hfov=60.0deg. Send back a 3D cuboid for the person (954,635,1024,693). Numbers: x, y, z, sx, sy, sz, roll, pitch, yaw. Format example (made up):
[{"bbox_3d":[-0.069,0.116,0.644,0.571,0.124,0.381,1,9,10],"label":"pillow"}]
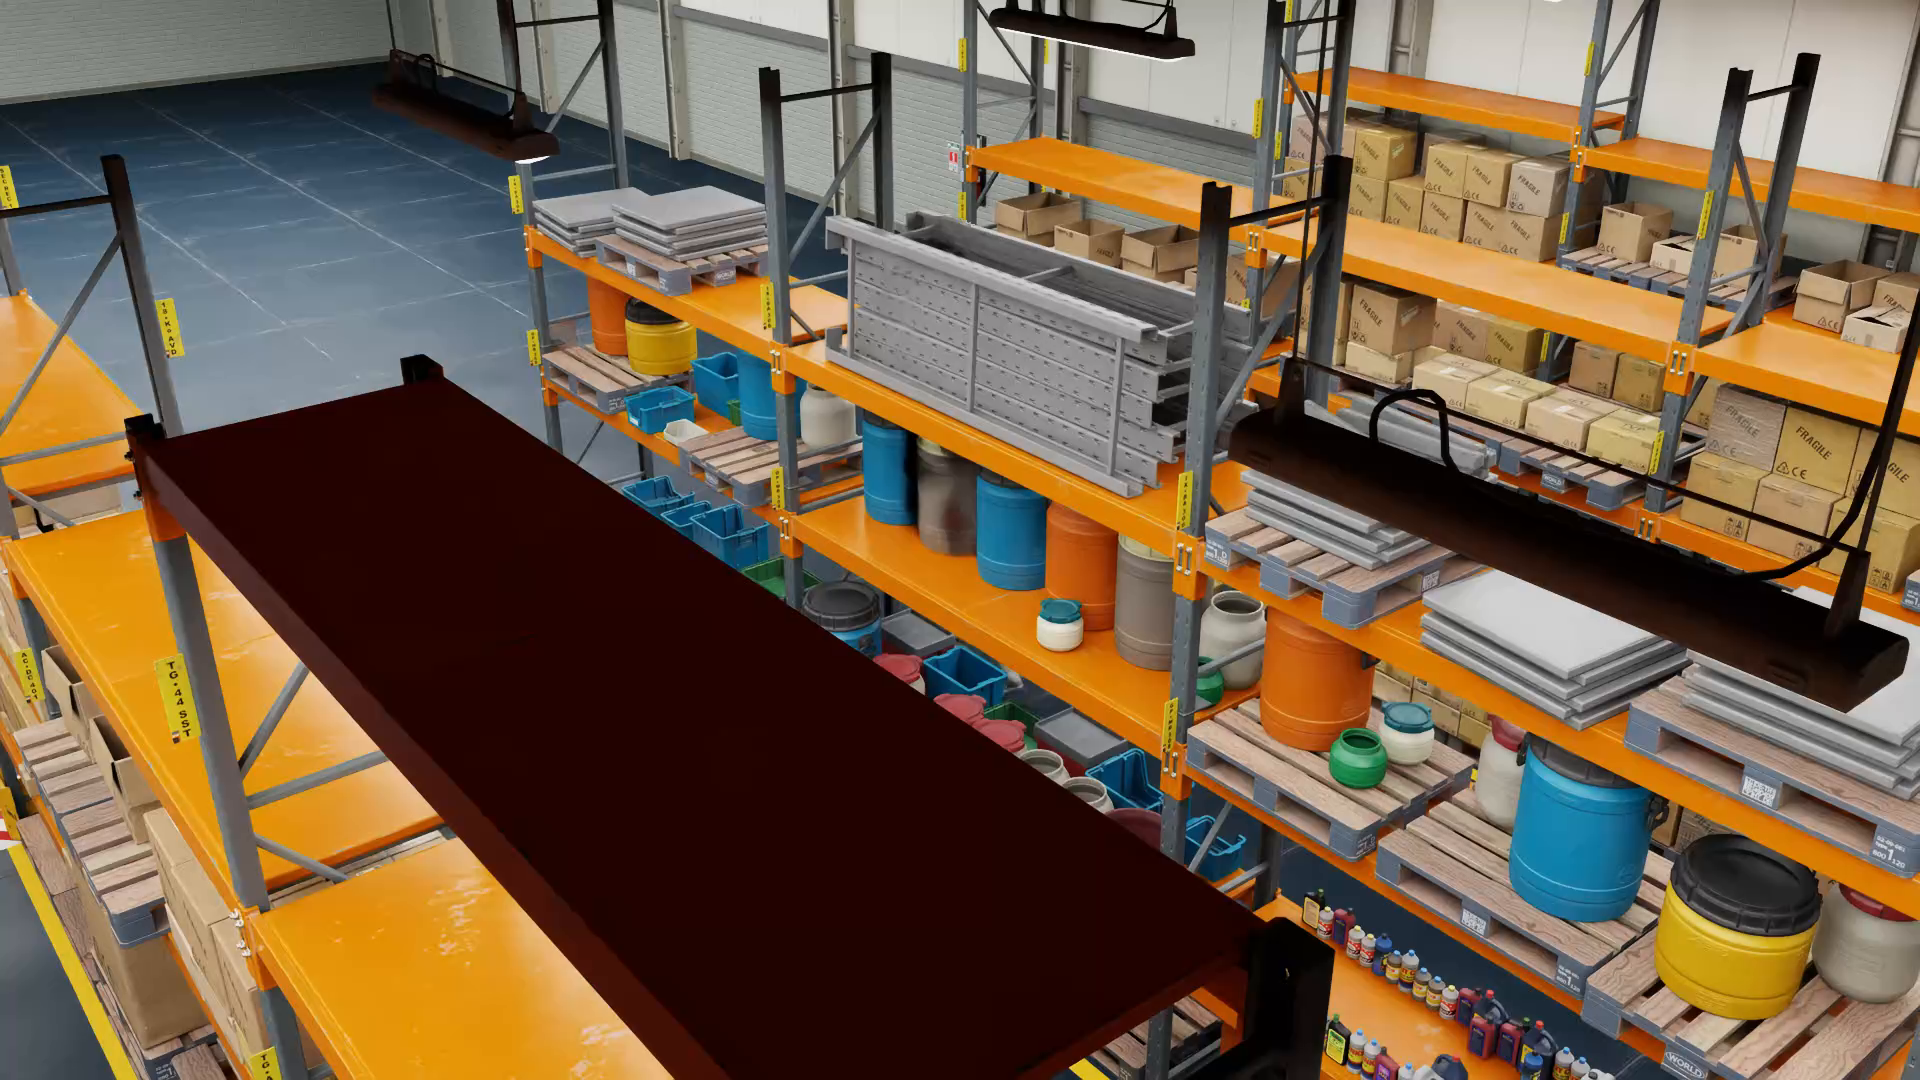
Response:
[{"bbox_3d":[0.164,0.654,15.044,0.955,1.658,0.609,19,32,34],"label":"person"}]
